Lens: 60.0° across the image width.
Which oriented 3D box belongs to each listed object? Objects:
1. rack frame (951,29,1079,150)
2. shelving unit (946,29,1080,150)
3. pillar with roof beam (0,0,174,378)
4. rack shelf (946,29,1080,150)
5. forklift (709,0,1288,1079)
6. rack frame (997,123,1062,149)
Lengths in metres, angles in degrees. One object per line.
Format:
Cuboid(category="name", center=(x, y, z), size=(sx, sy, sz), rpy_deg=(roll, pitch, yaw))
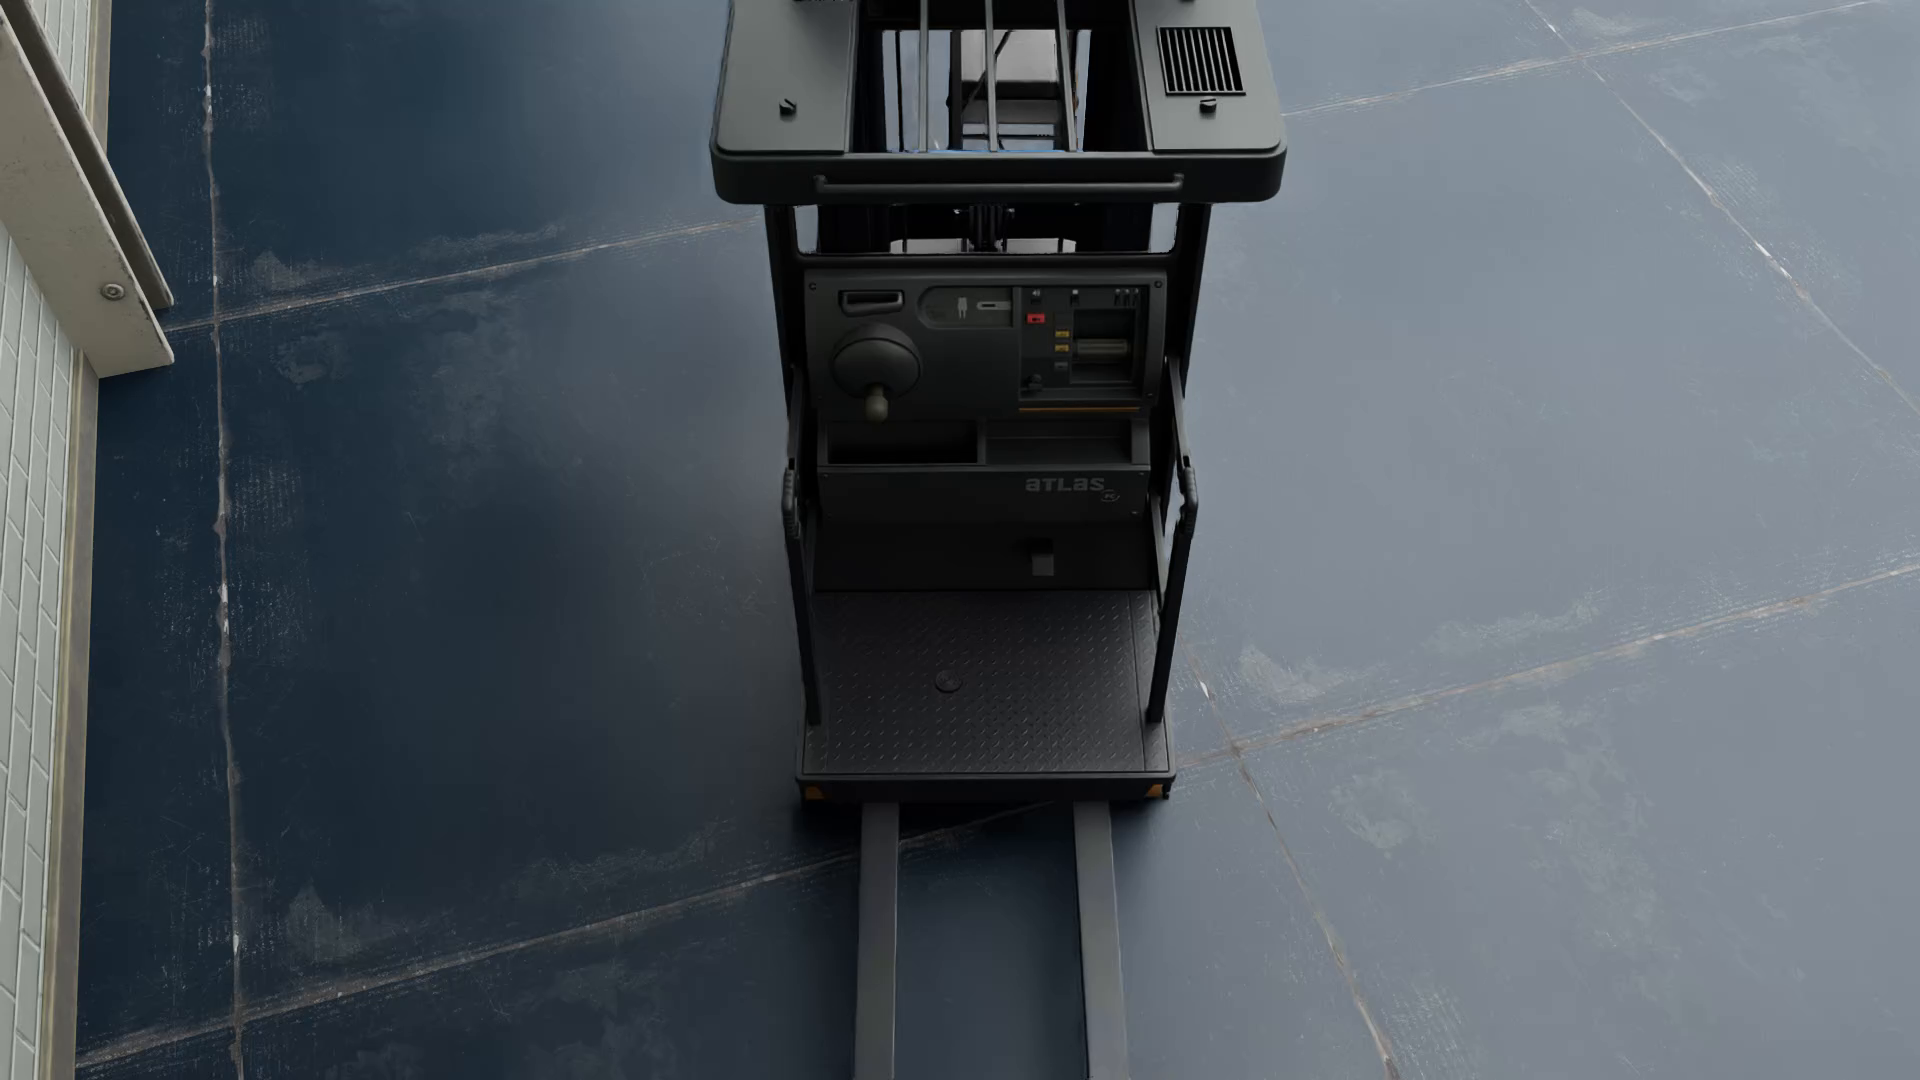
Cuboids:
Cuboid(category="rack frame", center=(0.171, -1.331, 5.487), size=(0.400, 2.100, 0.015), rpy_deg=(0, 49, 0))
Cuboid(category="shelving unit", center=(0.173, -1.515, 5.647), size=(0.431, 2.100, 0.503), rpy_deg=(0, 49, 0))
Cuboid(category="pillar with roof beam", center=(0.920, -4.654, 3.788), size=(9.100, 9.000, 0.400), rpy_deg=(-13, 51, -11))
Cuboid(category="rack shelf", center=(0.173, -1.506, 5.658), size=(0.431, 0.518, 0.480), rpy_deg=(0, 49, 0))
Cuboid(category="forklift", center=(0.070, -0.402, 4.172), size=(1.130, 2.935, 3.031), rpy_deg=(0, 50, 0))
Cuboid(category="rack frame", center=(0.174, -1.698, 5.808), size=(0.400, 2.100, 0.015), rpy_deg=(0, 49, 0))
